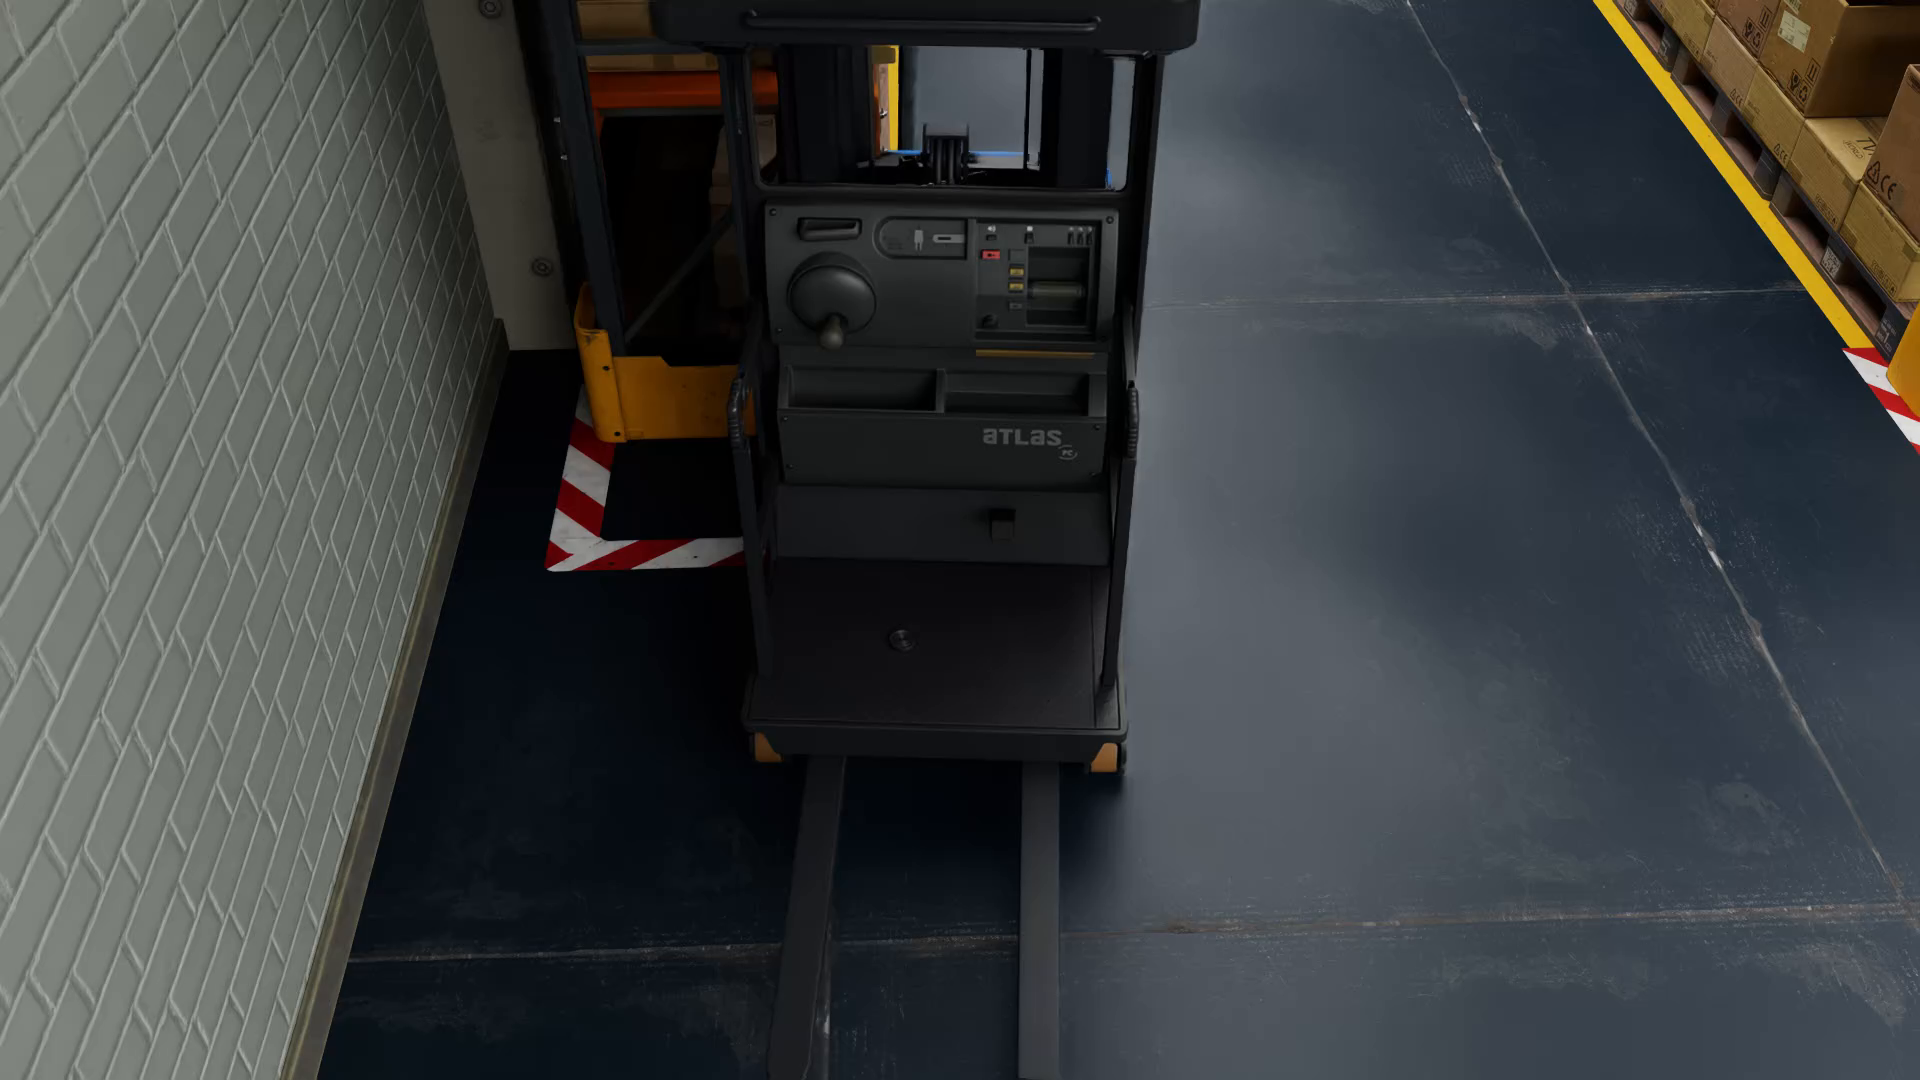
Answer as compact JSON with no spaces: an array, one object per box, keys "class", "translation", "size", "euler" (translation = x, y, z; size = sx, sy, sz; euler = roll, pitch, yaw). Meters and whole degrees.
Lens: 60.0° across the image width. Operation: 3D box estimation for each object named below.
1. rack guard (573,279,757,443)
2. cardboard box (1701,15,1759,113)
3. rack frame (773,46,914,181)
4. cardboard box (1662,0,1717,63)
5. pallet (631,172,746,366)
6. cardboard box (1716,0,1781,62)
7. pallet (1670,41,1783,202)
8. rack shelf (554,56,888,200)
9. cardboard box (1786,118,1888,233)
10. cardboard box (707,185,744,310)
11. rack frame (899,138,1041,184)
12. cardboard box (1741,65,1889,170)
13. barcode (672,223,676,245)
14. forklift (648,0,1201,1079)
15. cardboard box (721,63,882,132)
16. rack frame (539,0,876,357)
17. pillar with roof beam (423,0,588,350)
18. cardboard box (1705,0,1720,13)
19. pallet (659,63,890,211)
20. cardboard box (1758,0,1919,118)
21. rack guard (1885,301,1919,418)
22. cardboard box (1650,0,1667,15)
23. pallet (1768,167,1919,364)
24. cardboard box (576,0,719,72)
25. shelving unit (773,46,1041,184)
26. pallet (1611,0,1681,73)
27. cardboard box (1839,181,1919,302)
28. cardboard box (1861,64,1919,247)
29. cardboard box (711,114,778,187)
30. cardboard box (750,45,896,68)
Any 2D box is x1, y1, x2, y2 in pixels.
[{"class":"rack guard","translation":[-0.780,-0.676,6.117],"size":[1.175,0.500,0.348],"euler":[-2,43,-2]},{"class":"cardboard box","translation":[3.779,-2.197,7.652],"size":[0.500,0.250,0.500],"euler":[-2,43,-2]},{"class":"rack frame","translation":[-0.408,-1.227,5.970],"size":[0.500,1.500,0.032],"euler":[-17,46,-20]},{"class":"cardboard box","translation":[3.752,-2.535,8.020],"size":[0.500,0.250,0.500],"euler":[-2,43,-2]},{"class":"pallet","translation":[-0.779,-1.119,6.814],"size":[1.003,0.211,1.213],"euler":[-2,43,-2]},{"class":"cardboard box","translation":[3.776,-2.474,7.398],"size":[0.500,0.500,0.500],"euler":[-2,43,-2]},{"class":"pallet","translation":[4.050,-1.999,7.775],"size":[1.003,0.211,1.213],"euler":[-2,43,-2]},{"class":"rack shelf","translation":[-0.861,-2.631,6.933],"size":[1.077,0.370,4.000],"euler":[-2,43,-2]},{"class":"cardboard box","translation":[3.822,-1.522,6.915],"size":[0.500,0.250,0.500],"euler":[-2,43,-2]},{"class":"cardboard box","translation":[-0.716,-1.186,6.489],"size":[0.500,0.311,0.500],"euler":[-6,43,-7]},{"class":"rack frame","translation":[0.032,-0.597,5.305],"size":[0.500,1.500,0.032],"euler":[-17,46,-20]},{"class":"cardboard box","translation":[3.798,-1.860,7.283],"size":[0.500,0.250,0.500],"euler":[-2,43,-2]},{"class":"barcode","translation":[-1.116,-1.191,6.486],"size":[0.001,0.075,0.075],"euler":[-2,43,-2]},{"class":"forklift","translation":[-0.057,-0.609,4.246],"size":[1.130,2.935,3.031],"euler":[2,43,2]},{"class":"cardboard box","translation":[-0.721,-2.138,7.387],"size":[0.700,0.500,0.500],"euler":[-4,43,-4]},{"class":"rack frame","translation":[-0.776,-1.546,5.216],"size":[1.000,3.000,0.127],"euler":[-2,43,-2]},{"class":"pillar with roof beam","translation":[2.631,-4.329,3.813],"size":[9.100,9.000,0.400],"euler":[-2,43,-2]},{"class":"cardboard box","translation":[3.752,-2.811,7.766],"size":[0.500,0.500,0.500],"euler":[-2,43,-2]},{"class":"pallet","translation":[-0.828,-1.940,7.710],"size":[1.003,0.211,1.213],"euler":[-2,43,-2]},{"class":"cardboard box","translation":[3.796,-2.136,7.030],"size":[0.500,0.500,0.500],"euler":[-2,43,-2]},{"class":"rack guard","translation":[4.174,-0.753,6.201],"size":[1.175,0.500,0.348],"euler":[-2,43,-2]},{"class":"cardboard box","translation":[3.736,-2.873,8.388],"size":[0.500,0.250,0.500],"euler":[-2,43,-2]},{"class":"pallet","translation":[4.098,-1.178,6.878],"size":[1.003,0.211,1.213],"euler":[-2,43,-2]},{"class":"cardboard box","translation":[-0.990,-1.808,5.599],"size":[0.500,0.250,0.500],"euler":[-1,43,-1]},{"class":"shelving unit","translation":[-0.188,-0.912,5.637],"size":[0.538,1.500,1.048],"euler":[-17,46,-20]},{"class":"pallet","translation":[3.995,-2.825,8.675],"size":[1.003,0.211,1.213],"euler":[-2,43,-2]},{"class":"cardboard box","translation":[3.855,-1.185,6.547],"size":[0.500,0.250,0.500],"euler":[-2,43,-2]},{"class":"cardboard box","translation":[3.853,-1.462,6.294],"size":[0.500,0.500,0.500],"euler":[-2,43,-2]},{"class":"cardboard box","translation":[-0.740,-1.571,6.909],"size":[0.500,0.311,0.500],"euler":[2,43,2]},{"class":"cardboard box","translation":[-0.480,-1.836,5.630],"size":[0.500,0.250,0.500],"euler":[-3,43,-3]}]
